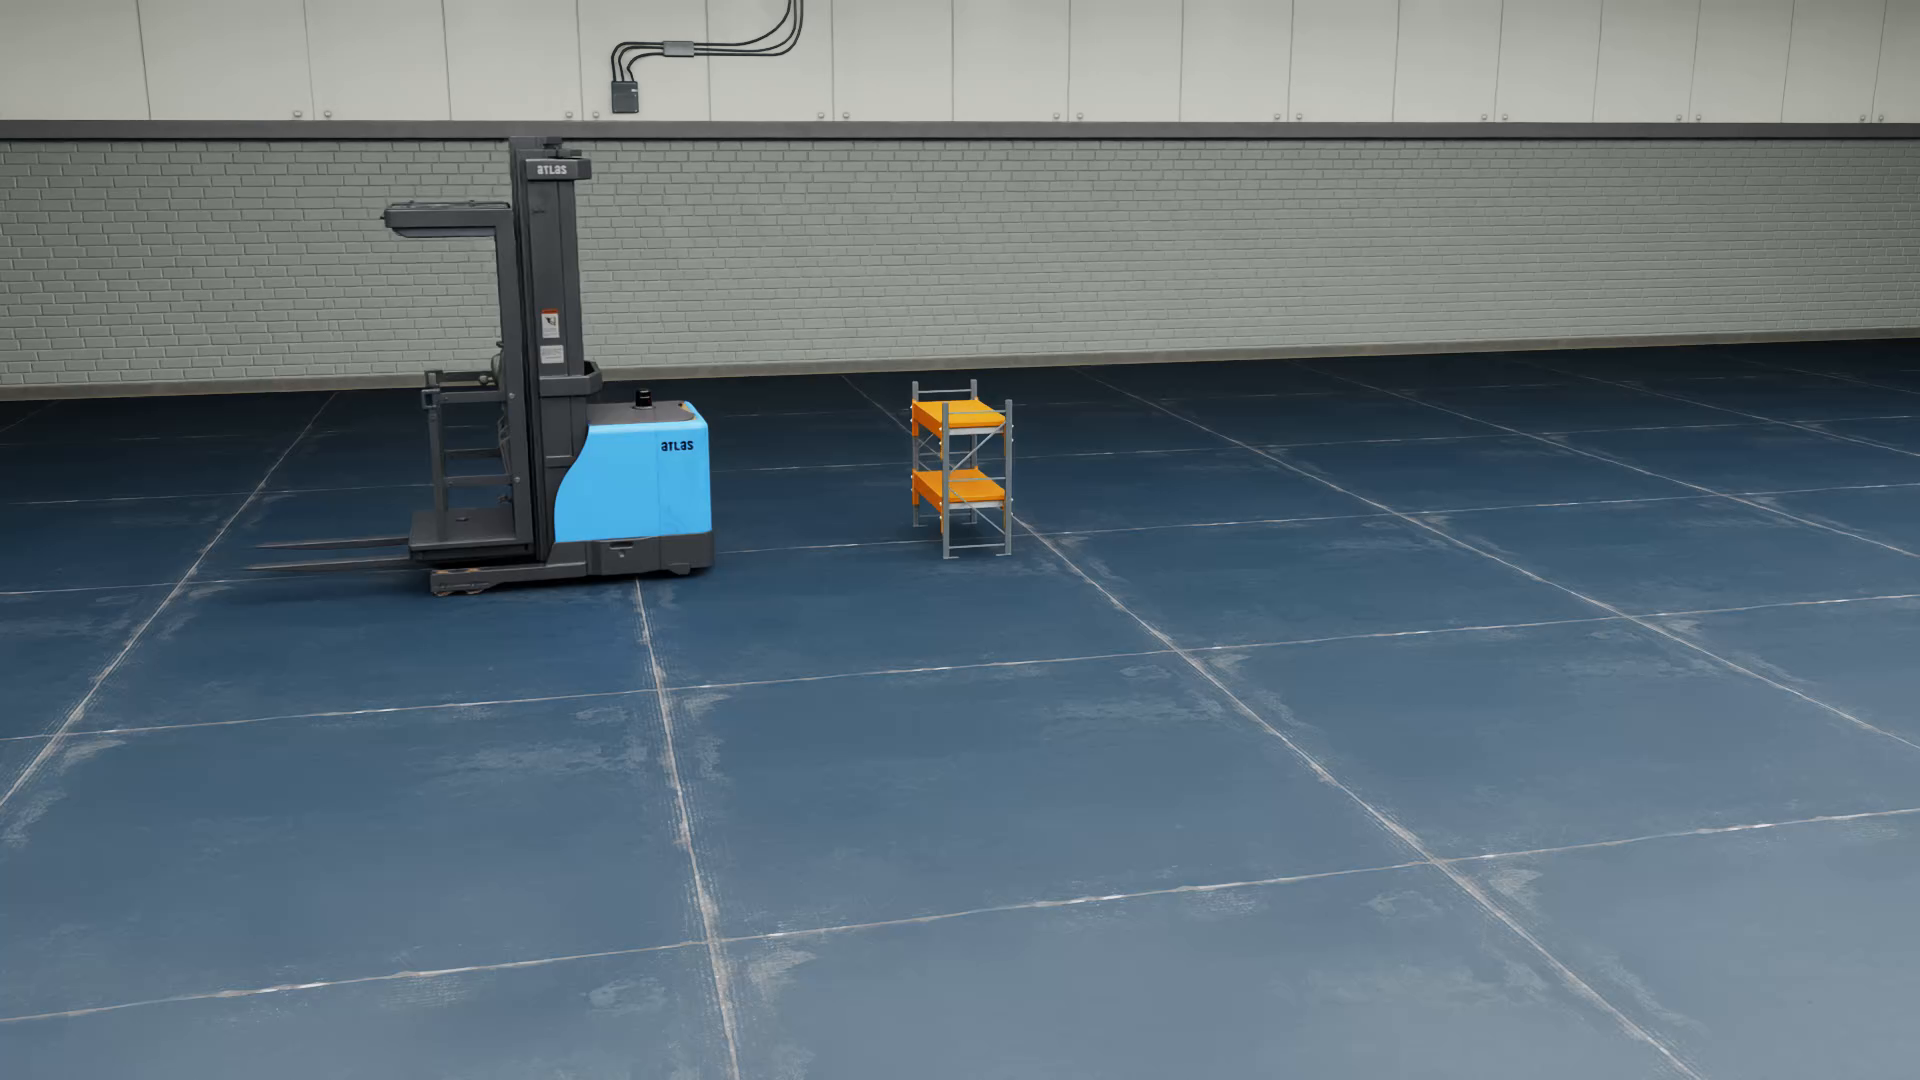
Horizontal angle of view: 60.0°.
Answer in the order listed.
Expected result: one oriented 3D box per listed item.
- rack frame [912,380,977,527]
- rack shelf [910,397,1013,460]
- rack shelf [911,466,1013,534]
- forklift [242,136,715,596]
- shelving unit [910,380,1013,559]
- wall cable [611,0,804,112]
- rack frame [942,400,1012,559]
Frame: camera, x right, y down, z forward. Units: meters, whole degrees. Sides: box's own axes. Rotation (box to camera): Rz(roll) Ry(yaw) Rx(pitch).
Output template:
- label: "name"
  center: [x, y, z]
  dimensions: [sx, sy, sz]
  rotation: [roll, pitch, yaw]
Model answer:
- label: "rack frame"
  center: [-0.118, -0.662, 12.767]
  dimensions: [0.500, 1.125, 0.032]
  rotation: [-3, 14, -13]
- label: "rack shelf"
  center: [0.002, -0.829, 12.218]
  dimensions: [0.538, 0.278, 1.000]
  rotation: [-3, 14, -13]
- label: "rack shelf"
  center: [0.002, -0.307, 12.345]
  dimensions: [0.538, 0.278, 1.000]
  rotation: [-3, 14, -13]
- label: "forklift"
  center: [-3.266, -1.195, 11.141]
  dimensions: [3.031, 2.935, 1.130]
  rotation: [-4, 14, -15]
- label: "shelving unit"
  center: [0.002, -0.545, 12.287]
  dimensions: [0.538, 1.125, 1.048]
  rotation: [-3, 14, -13]
- label: "wall cable"
  center: [-2.987, -8.042, 19.216]
  dimensions: [2.305, 6.003, 0.169]
  rotation: [-3, 14, -13]
- label: "rack frame"
  center: [0.121, -0.428, 11.807]
  dimensions: [0.500, 1.125, 0.032]
  rotation: [-3, 14, -13]
